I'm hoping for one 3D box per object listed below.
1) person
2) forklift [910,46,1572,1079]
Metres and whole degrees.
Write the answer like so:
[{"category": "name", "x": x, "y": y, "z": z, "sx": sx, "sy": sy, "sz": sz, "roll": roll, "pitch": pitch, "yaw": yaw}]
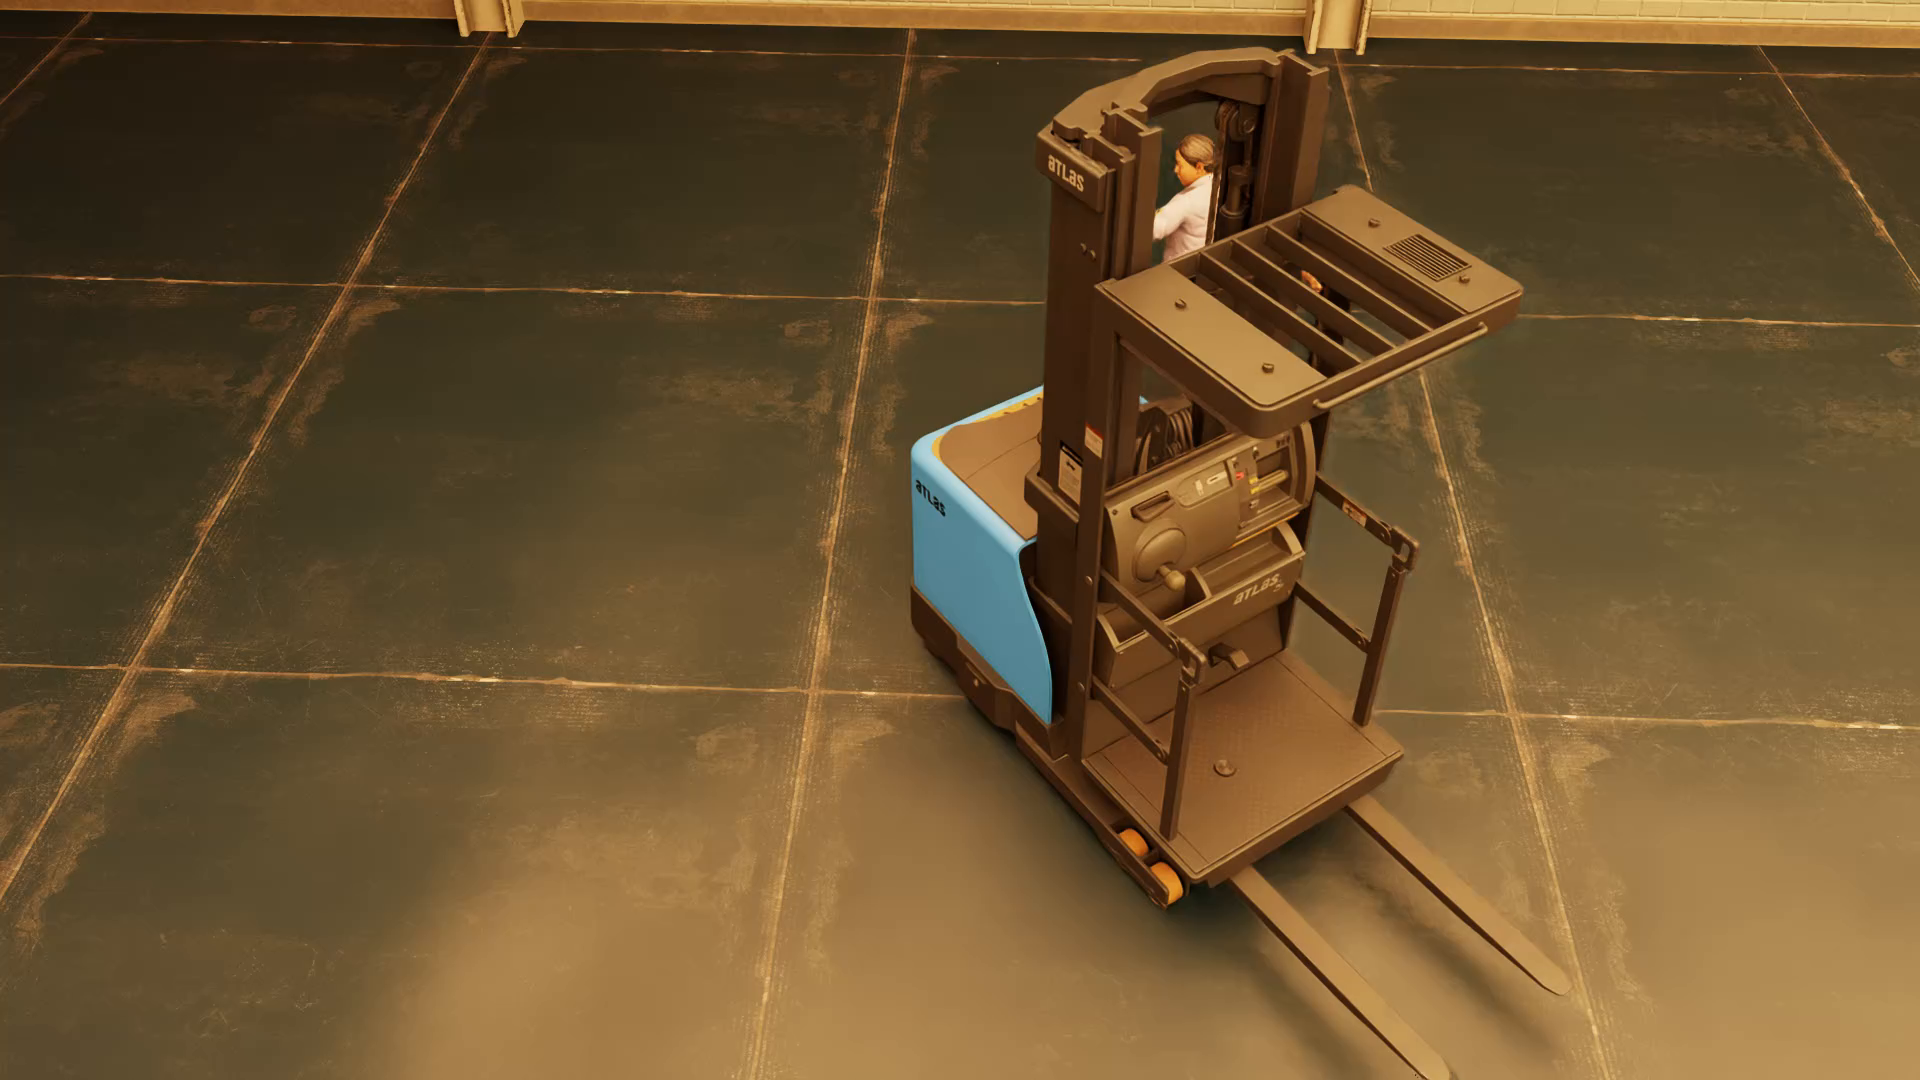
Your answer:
[{"category": "person", "x": 1.205, "y": -1.236, "z": 8.258, "sx": 1.036, "sy": 1.608, "sz": 0.528, "roll": -11, "pitch": 44, "yaw": -12}, {"category": "forklift", "x": 1.028, "y": -0.055, "z": 5.802, "sx": 1.130, "sy": 2.935, "sz": 3.031, "roll": -25, "pitch": 48, "yaw": -25}]
